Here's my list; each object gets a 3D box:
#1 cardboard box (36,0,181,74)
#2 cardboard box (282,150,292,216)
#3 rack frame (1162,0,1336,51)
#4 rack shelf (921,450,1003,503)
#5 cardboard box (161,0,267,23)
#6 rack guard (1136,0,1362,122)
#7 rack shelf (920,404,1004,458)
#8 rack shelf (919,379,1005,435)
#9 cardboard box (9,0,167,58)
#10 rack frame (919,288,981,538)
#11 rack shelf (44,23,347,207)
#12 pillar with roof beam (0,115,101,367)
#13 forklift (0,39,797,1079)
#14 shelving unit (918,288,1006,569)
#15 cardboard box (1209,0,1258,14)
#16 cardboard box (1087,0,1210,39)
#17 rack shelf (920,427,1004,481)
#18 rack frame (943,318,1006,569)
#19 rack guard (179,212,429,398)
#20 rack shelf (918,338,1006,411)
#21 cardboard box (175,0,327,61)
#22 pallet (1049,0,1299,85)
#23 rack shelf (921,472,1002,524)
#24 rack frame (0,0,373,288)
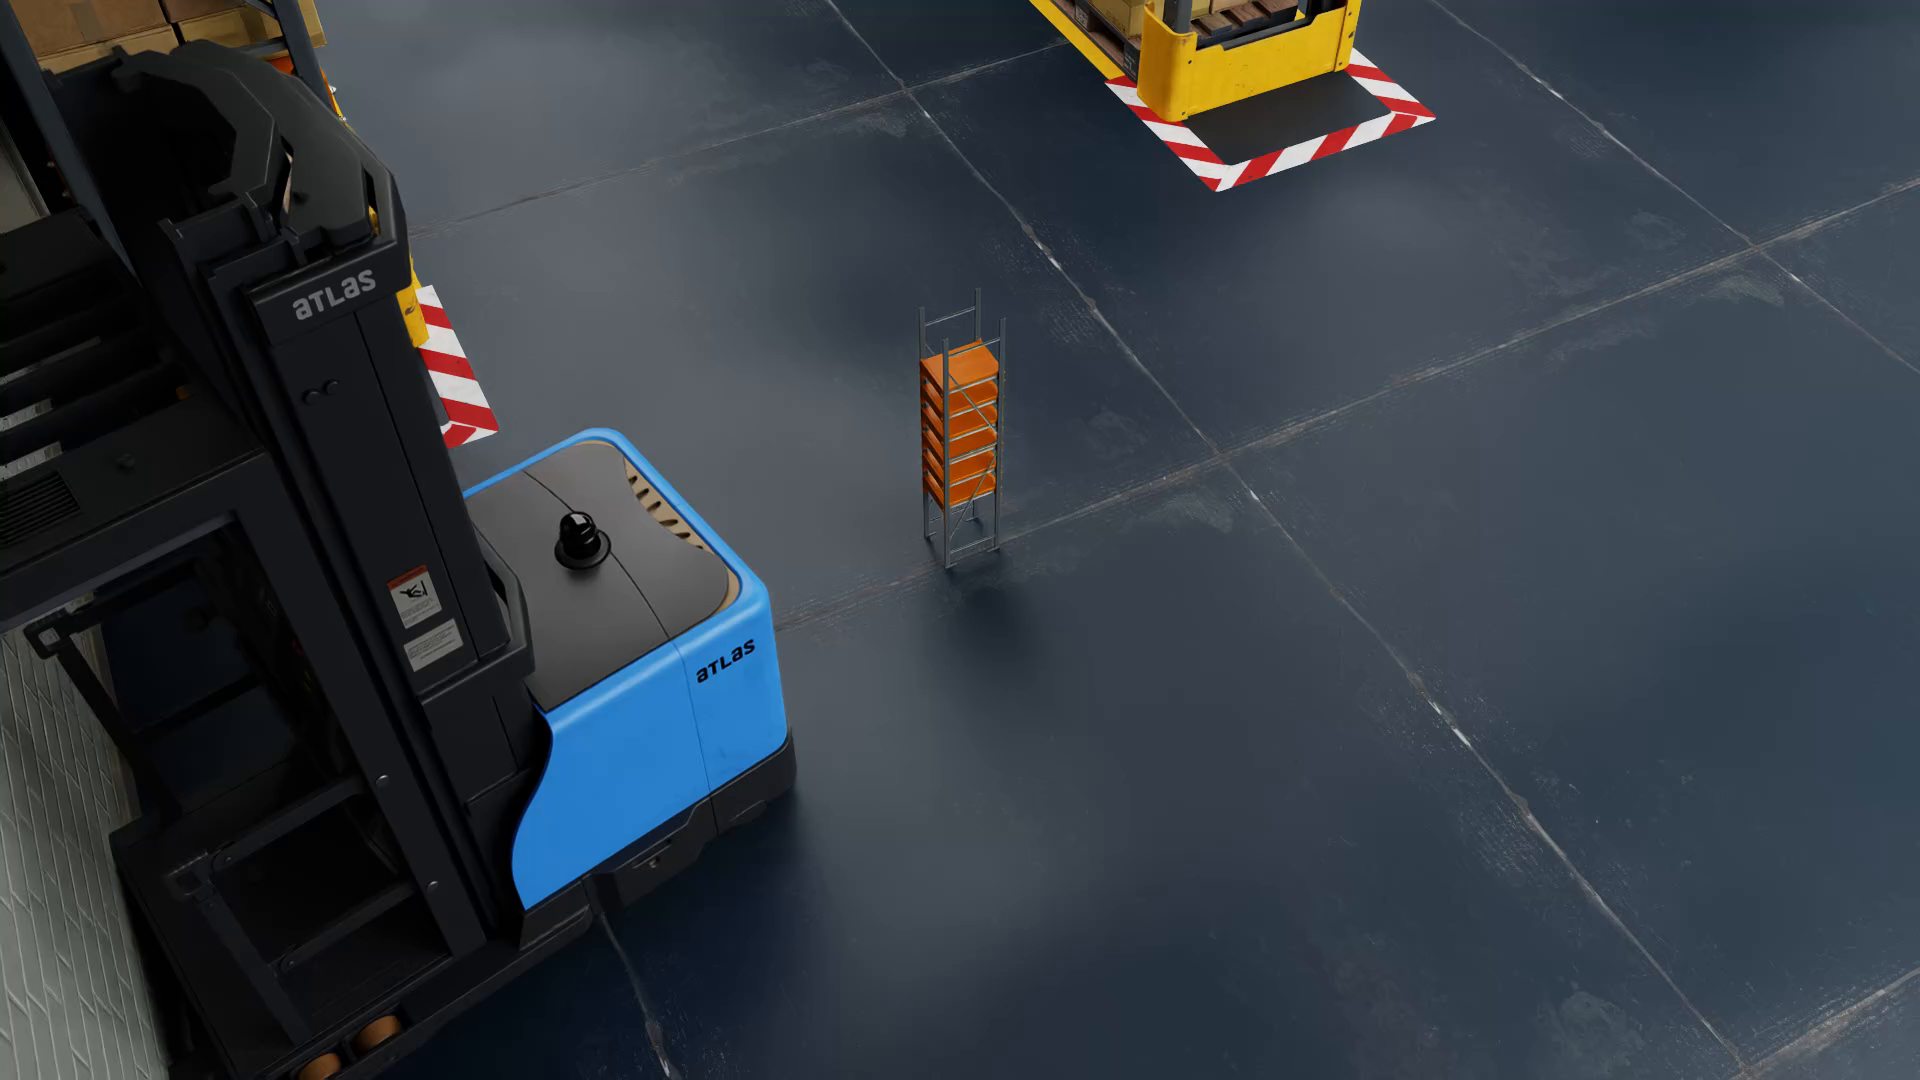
[{"bbox_3d":[-3.303,-1.936,6.430,0.500,0.250,0.500,-20,52,-17],"label":"cardboard box"},{"bbox_3d":[-3.153,-1.487,7.444,0.500,0.311,0.500,-27,54,-21],"label":"cardboard box"},{"bbox_3d":[1.486,-3.442,7.660,1.000,3.000,0.127,-21,52,-18],"label":"rack frame"},{"bbox_3d":[0.007,-0.277,6.306,0.258,0.103,0.180,-21,52,-18],"label":"rack shelf"},{"bbox_3d":[-2.868,-2.360,6.302,0.500,0.500,0.500,-21,52,-17],"label":"cardboard box"},{"bbox_3d":[1.497,-2.603,8.587,1.175,0.500,0.348,-21,52,-18],"label":"rack guard"},{"bbox_3d":[0.007,-0.435,6.126,0.258,0.103,0.180,-21,52,-18],"label":"rack shelf"},{"bbox_3d":[0.007,-0.514,6.035,0.258,0.103,0.180,-21,52,-18],"label":"rack shelf"},{"bbox_3d":[-3.322,-2.179,6.144,0.500,0.500,0.500,-22,52,-18],"label":"cardboard box"},{"bbox_3d":[-0.035,-0.447,6.236,0.240,1.200,0.006,-21,52,-18],"label":"rack frame"},{"bbox_3d":[-3.832,-2.835,7.607,1.077,0.370,4.000,-21,52,-18],"label":"rack shelf"},{"bbox_3d":[-0.178,-5.361,5.353,9.100,9.000,0.400,-21,52,-18],"label":"pillar with roof beam"},{"bbox_3d":[-2.037,0.317,4.418,3.031,2.935,1.130,-31,56,-24],"label":"forklift"},{"bbox_3d":[0.007,-0.385,6.183,0.258,1.200,0.189,-21,52,-18],"label":"shelving unit"},{"bbox_3d":[1.438,-3.110,8.918,0.500,0.250,0.500,-21,52,-18],"label":"cardboard box"},{"bbox_3d":[0.978,-2.932,8.762,0.500,0.250,0.500,-21,52,-18],"label":"cardboard box"},{"bbox_3d":[0.007,-0.356,6.216,0.258,0.103,0.180,-21,52,-18],"label":"rack shelf"},{"bbox_3d":[0.048,-0.324,6.129,0.240,1.200,0.006,-21,52,-18],"label":"rack frame"},{"bbox_3d":[-2.952,-0.961,7.151,1.175,0.500,0.348,-21,52,-18],"label":"rack guard"},{"bbox_3d":[0.007,-0.593,5.945,0.258,0.103,0.180,-21,52,-18],"label":"rack shelf"},{"bbox_3d":[-2.858,-2.126,6.596,0.500,0.250,0.500,-23,53,-19],"label":"cardboard box"},{"bbox_3d":[1.099,-3.021,9.145,1.003,0.211,1.213,-21,52,-18],"label":"pallet"},{"bbox_3d":[0.007,-0.198,6.397,0.258,0.103,0.180,-21,52,-18],"label":"rack shelf"},{"bbox_3d":[-2.917,-1.733,6.166,1.000,3.000,0.127,-21,52,-18],"label":"rack frame"}]
